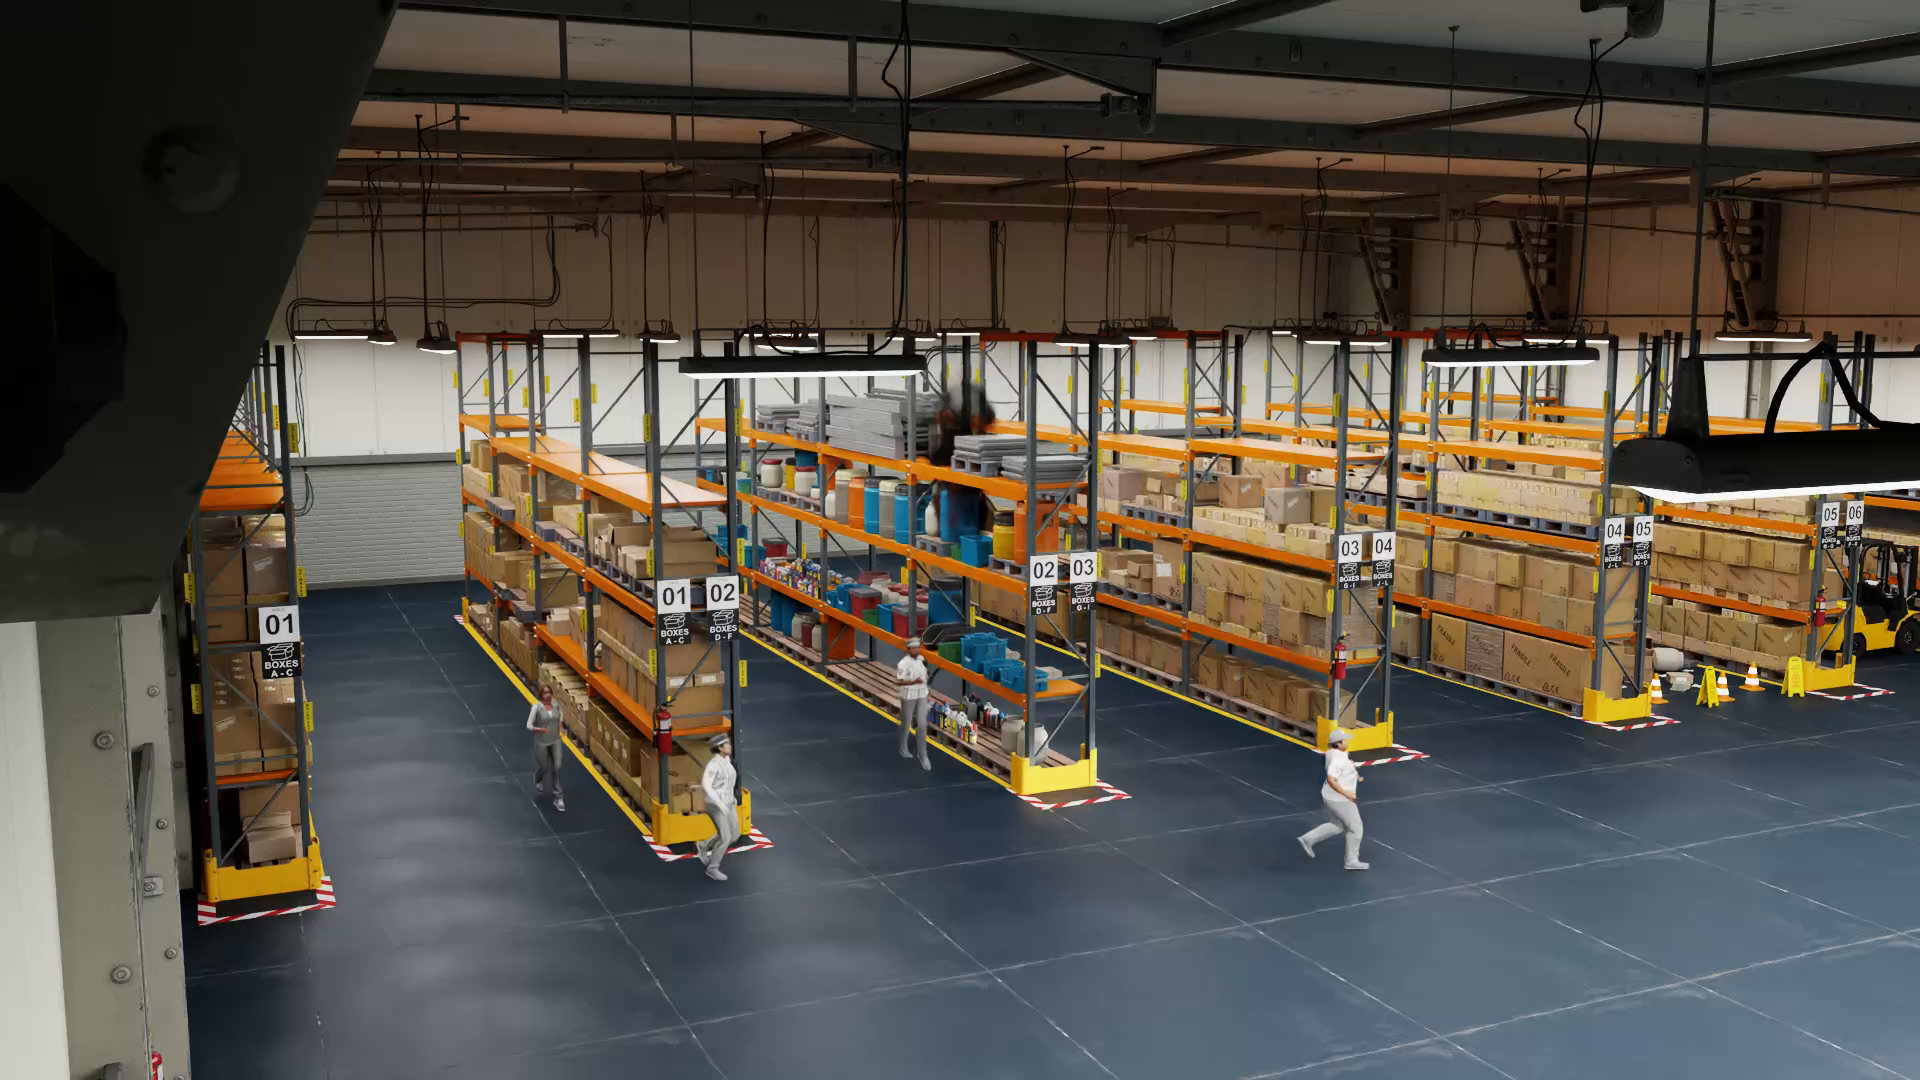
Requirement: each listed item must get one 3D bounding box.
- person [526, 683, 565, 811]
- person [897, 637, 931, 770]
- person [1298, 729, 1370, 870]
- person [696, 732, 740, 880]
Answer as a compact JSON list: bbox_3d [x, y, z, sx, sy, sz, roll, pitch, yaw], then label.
[{"bbox_3d":[-5.338,2.637,21.507,0.540,1.597,0.879,-5,9,-32],"label":"person"},{"bbox_3d":[-0.607,2.193,22.505,0.556,1.804,0.690,-4,9,-28],"label":"person"},{"bbox_3d":[4.319,2.974,19.043,0.784,1.620,0.620,0,8,0],"label":"person"},{"bbox_3d":[-2.750,3.004,18.925,0.515,1.651,0.665,2,8,17],"label":"person"}]
